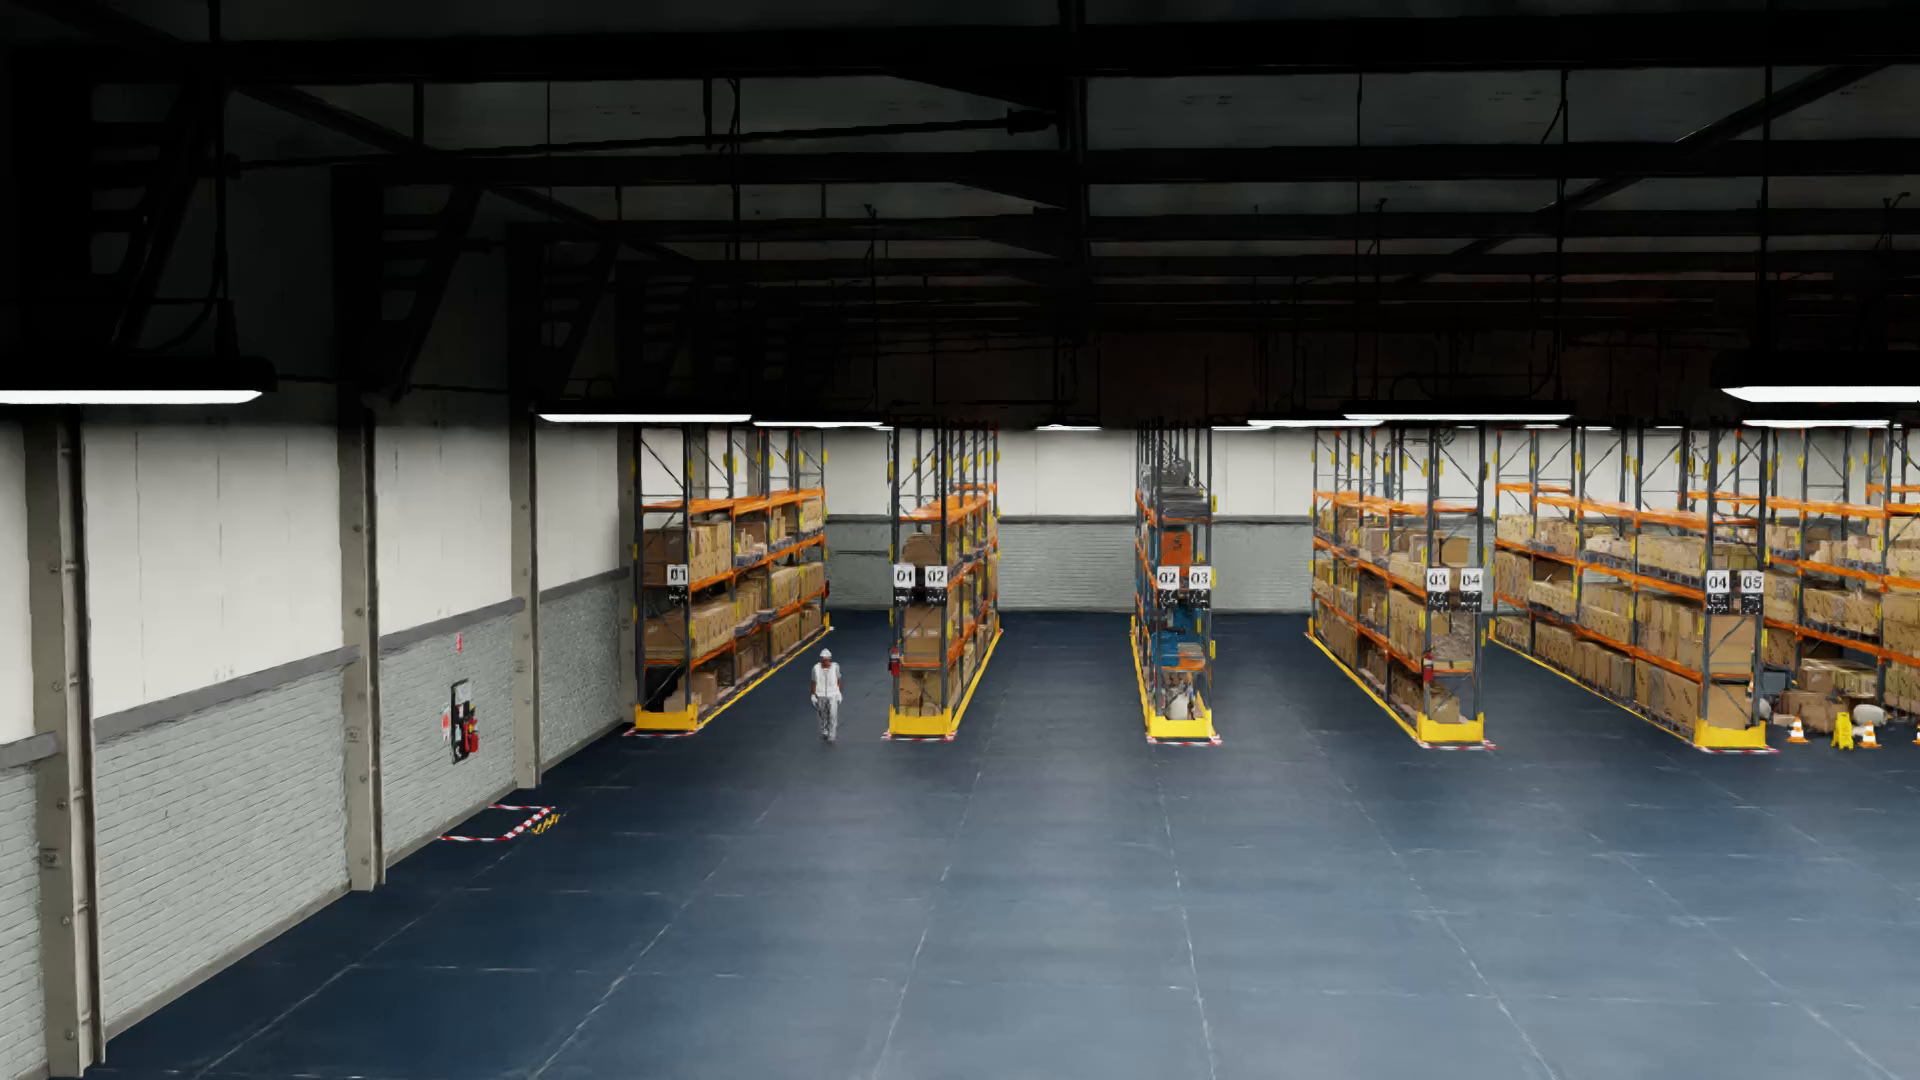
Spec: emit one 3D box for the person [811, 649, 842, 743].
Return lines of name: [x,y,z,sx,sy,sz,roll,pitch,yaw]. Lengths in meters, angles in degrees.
person: [-2.475,2.846,30.687,0.569,1.702,1.114,0,4,2]

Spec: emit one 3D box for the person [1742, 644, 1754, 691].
person: [17.209,2.441,36.346,0.577,1.785,0.655,2,4,33]
